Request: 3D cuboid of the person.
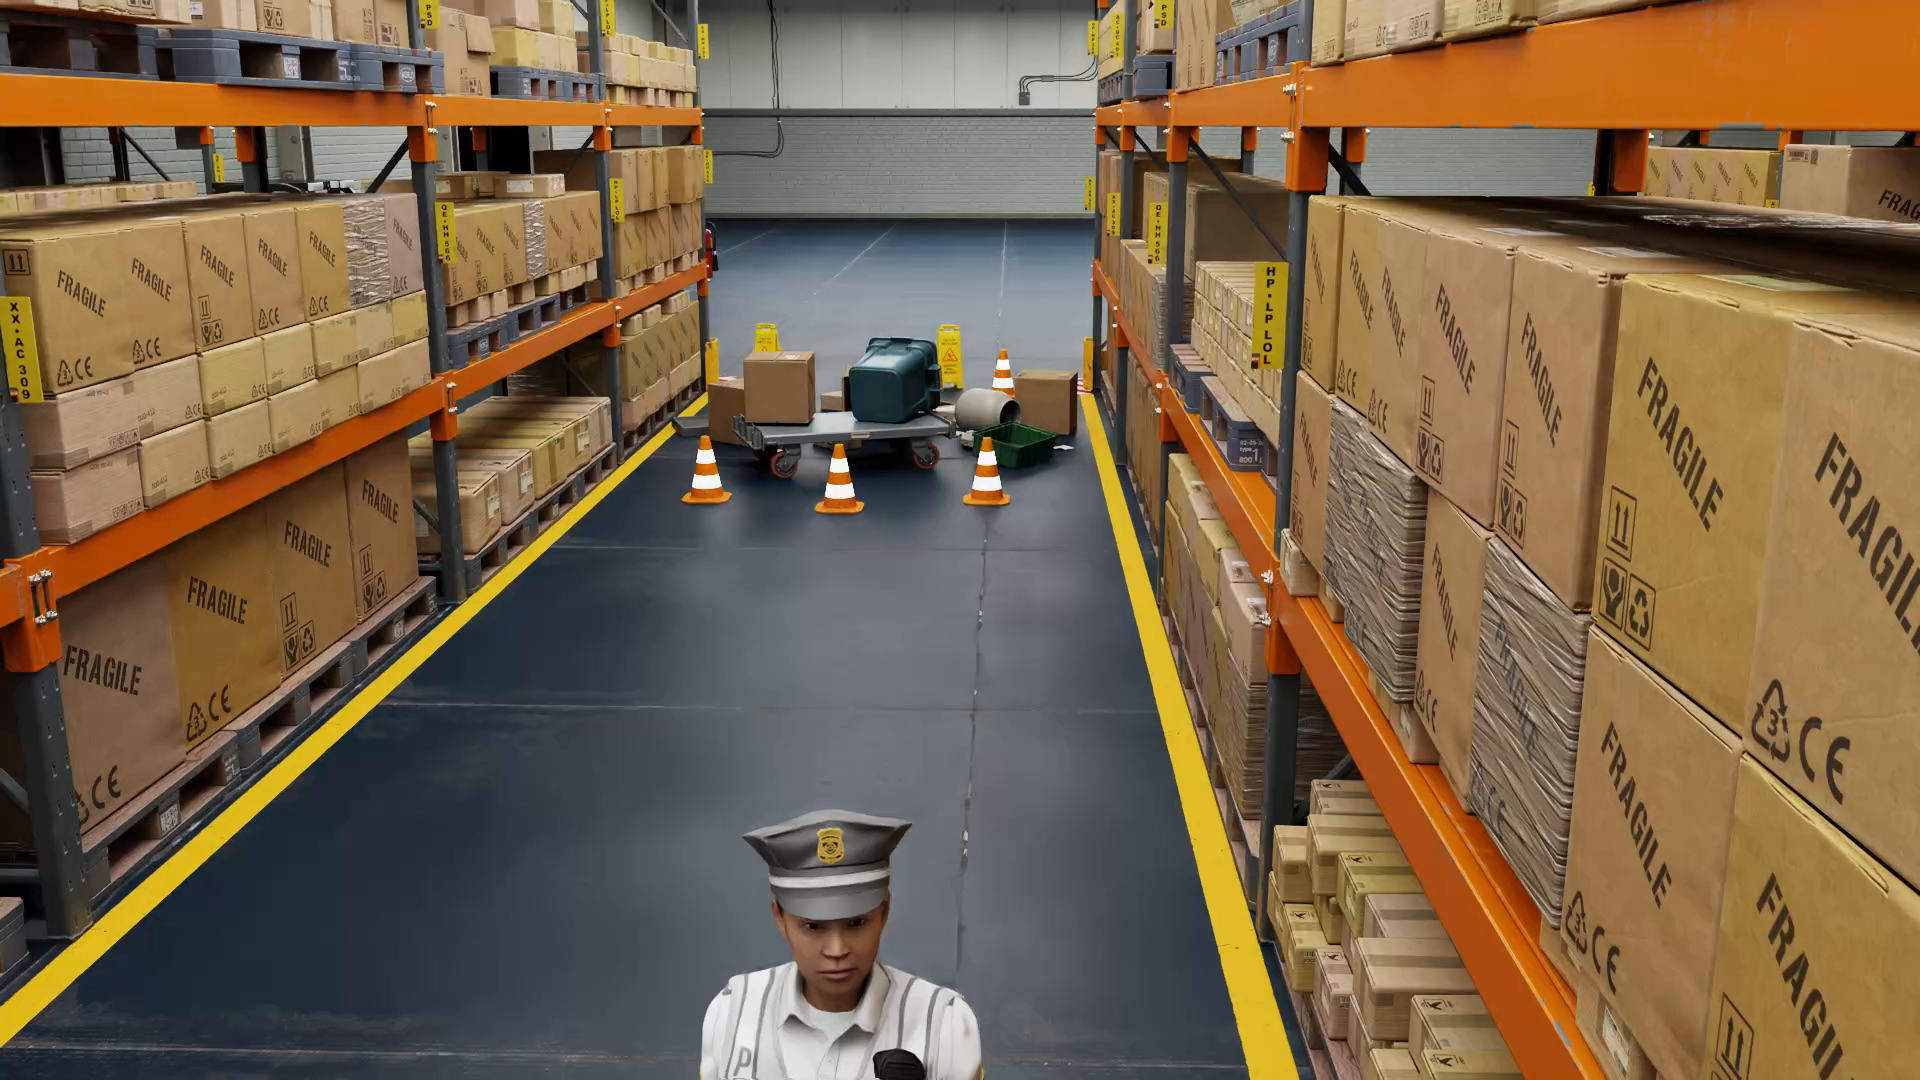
[{"bbox_3d":[-1.698,-0.930,6.304,5.195,2.345,22.097,1,14,4],"label":"person"}]
